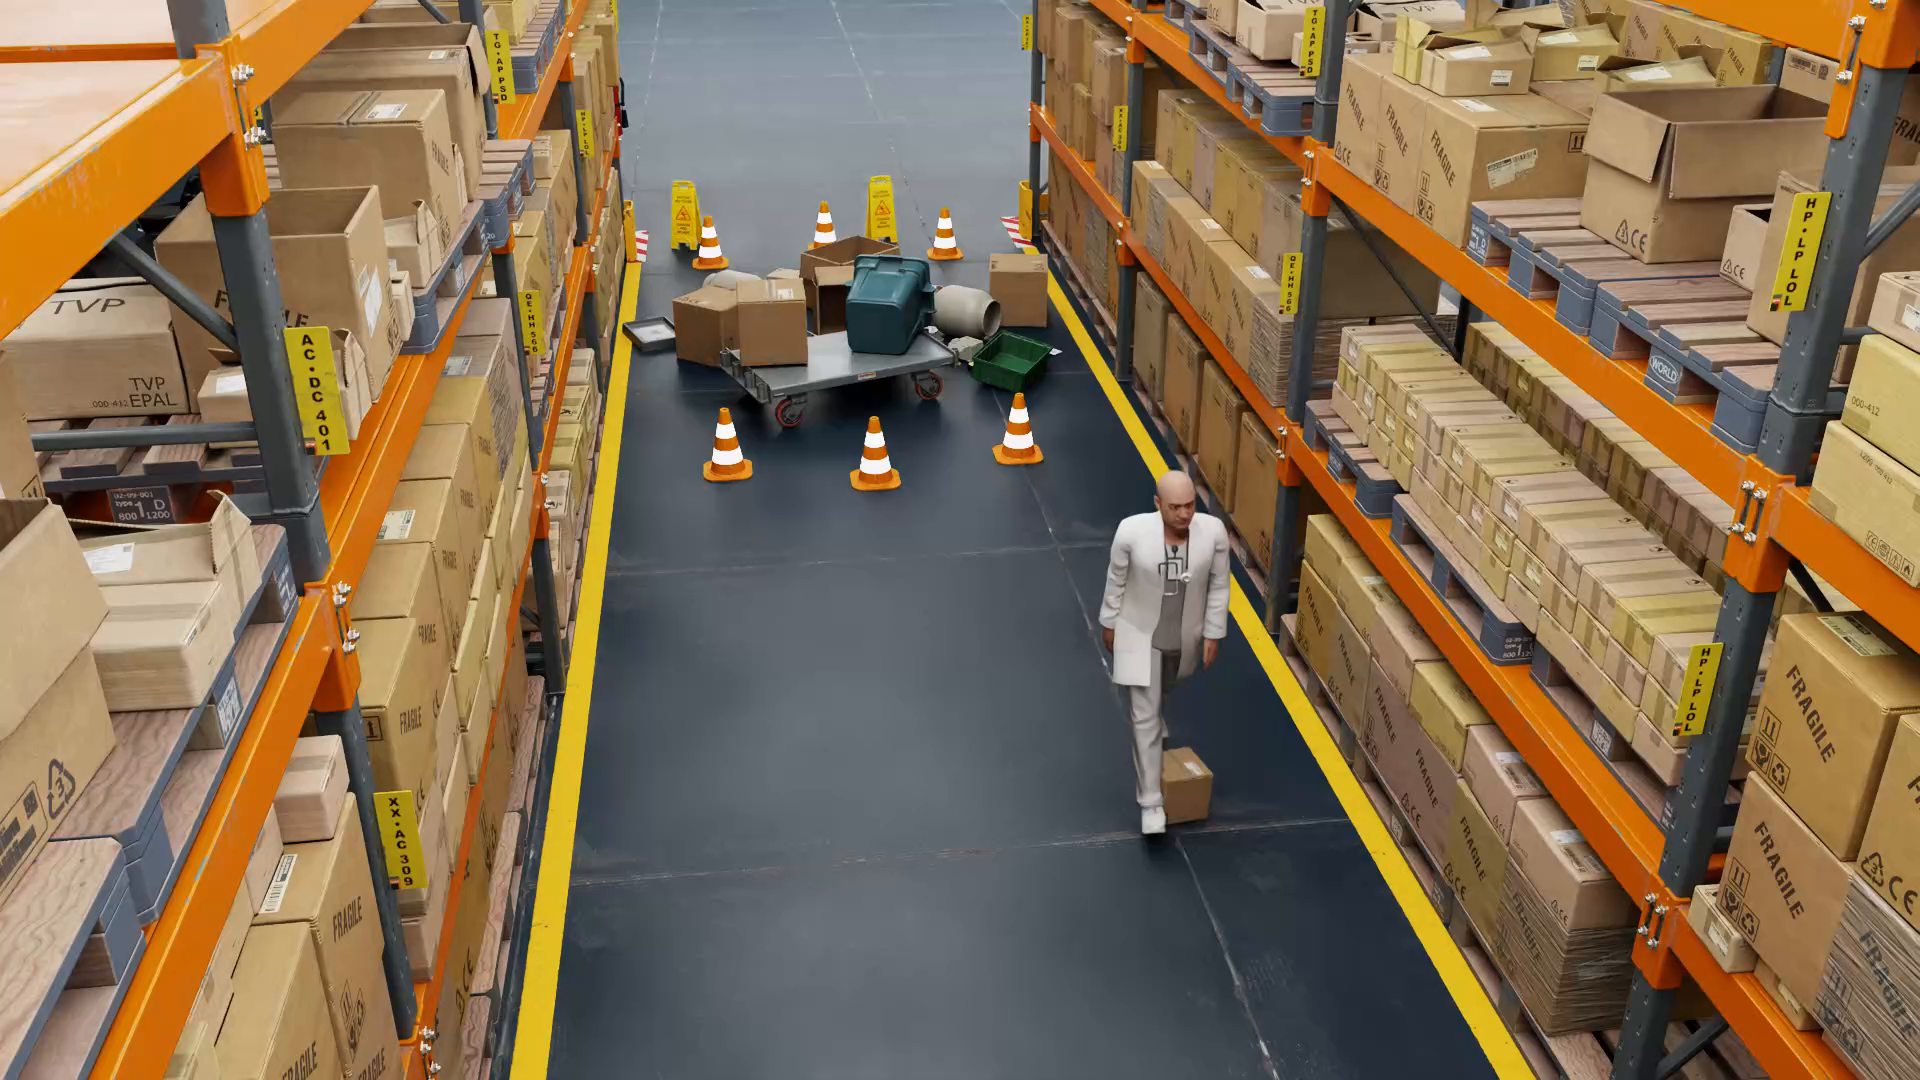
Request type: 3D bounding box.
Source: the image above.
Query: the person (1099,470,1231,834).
[{"bbox_3d":[0.969,0.428,7.843,0.586,1.718,1.216,-4,27,-8],"label":"person"}]
